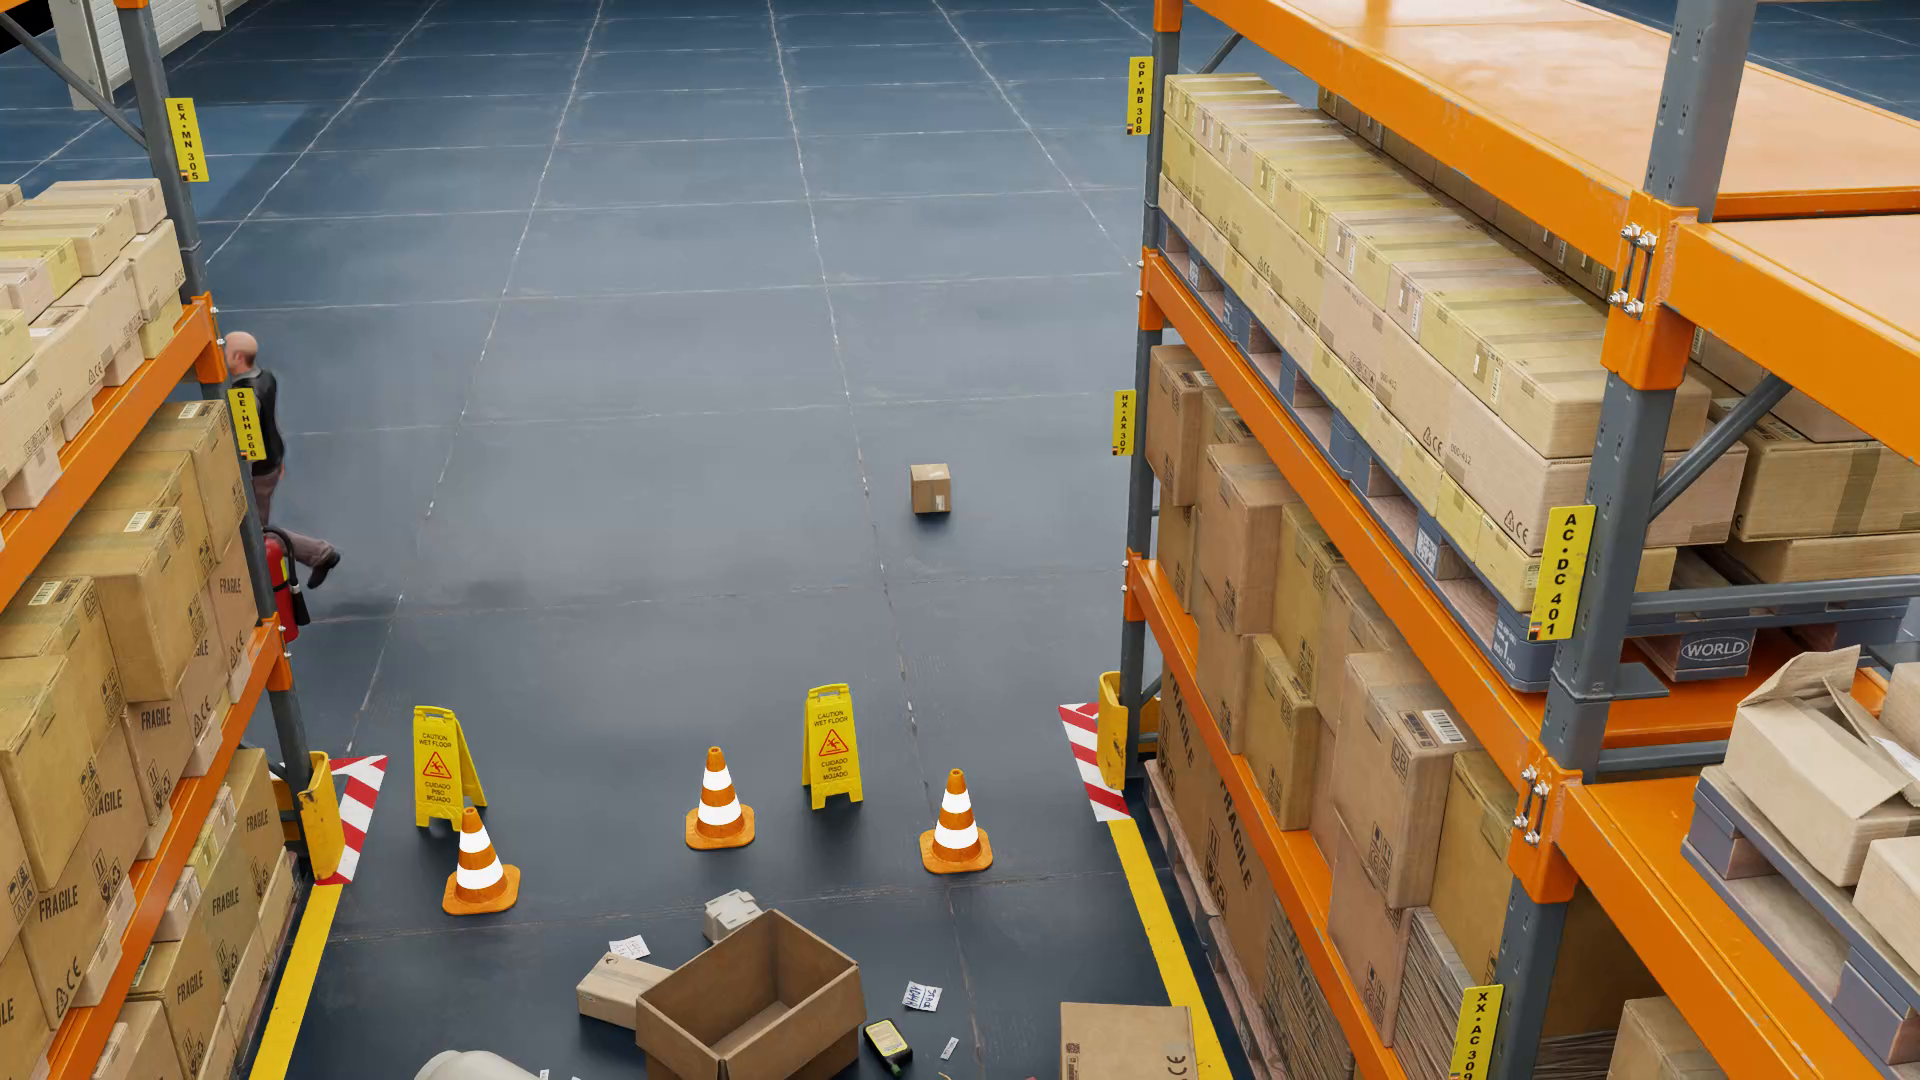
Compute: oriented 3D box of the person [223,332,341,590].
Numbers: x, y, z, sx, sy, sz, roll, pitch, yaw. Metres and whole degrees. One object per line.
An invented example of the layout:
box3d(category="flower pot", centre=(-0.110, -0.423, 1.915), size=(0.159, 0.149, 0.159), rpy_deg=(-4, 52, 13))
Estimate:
box3d(category="person", centre=(-4.192, -0.427, 9.956), size=(0.789, 1.696, 0.543), rpy_deg=(-3, 27, -6))
